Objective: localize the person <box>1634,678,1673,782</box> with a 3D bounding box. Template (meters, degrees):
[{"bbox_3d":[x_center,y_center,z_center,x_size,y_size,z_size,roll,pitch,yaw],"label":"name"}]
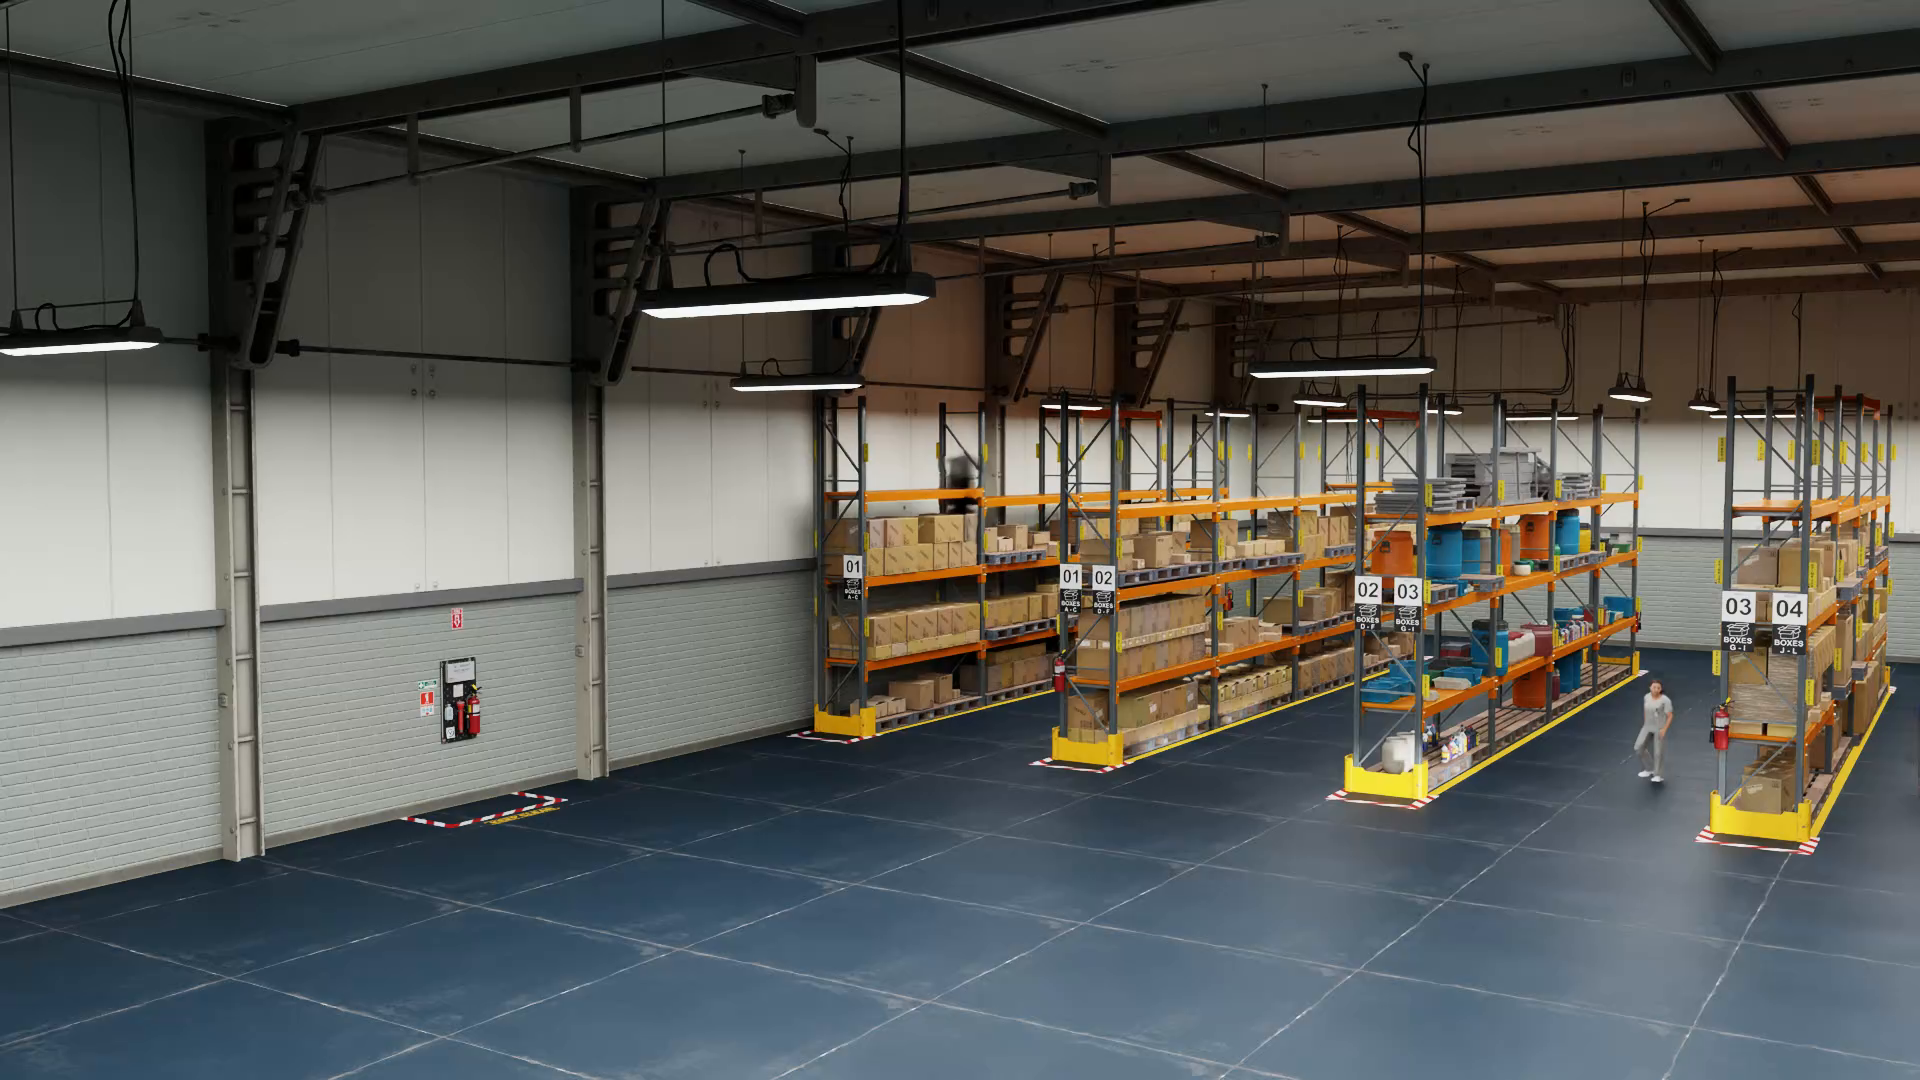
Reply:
[{"bbox_3d":[10.498,2.866,25.072,0.659,1.622,0.572,-3,4,-42],"label":"person"}]
